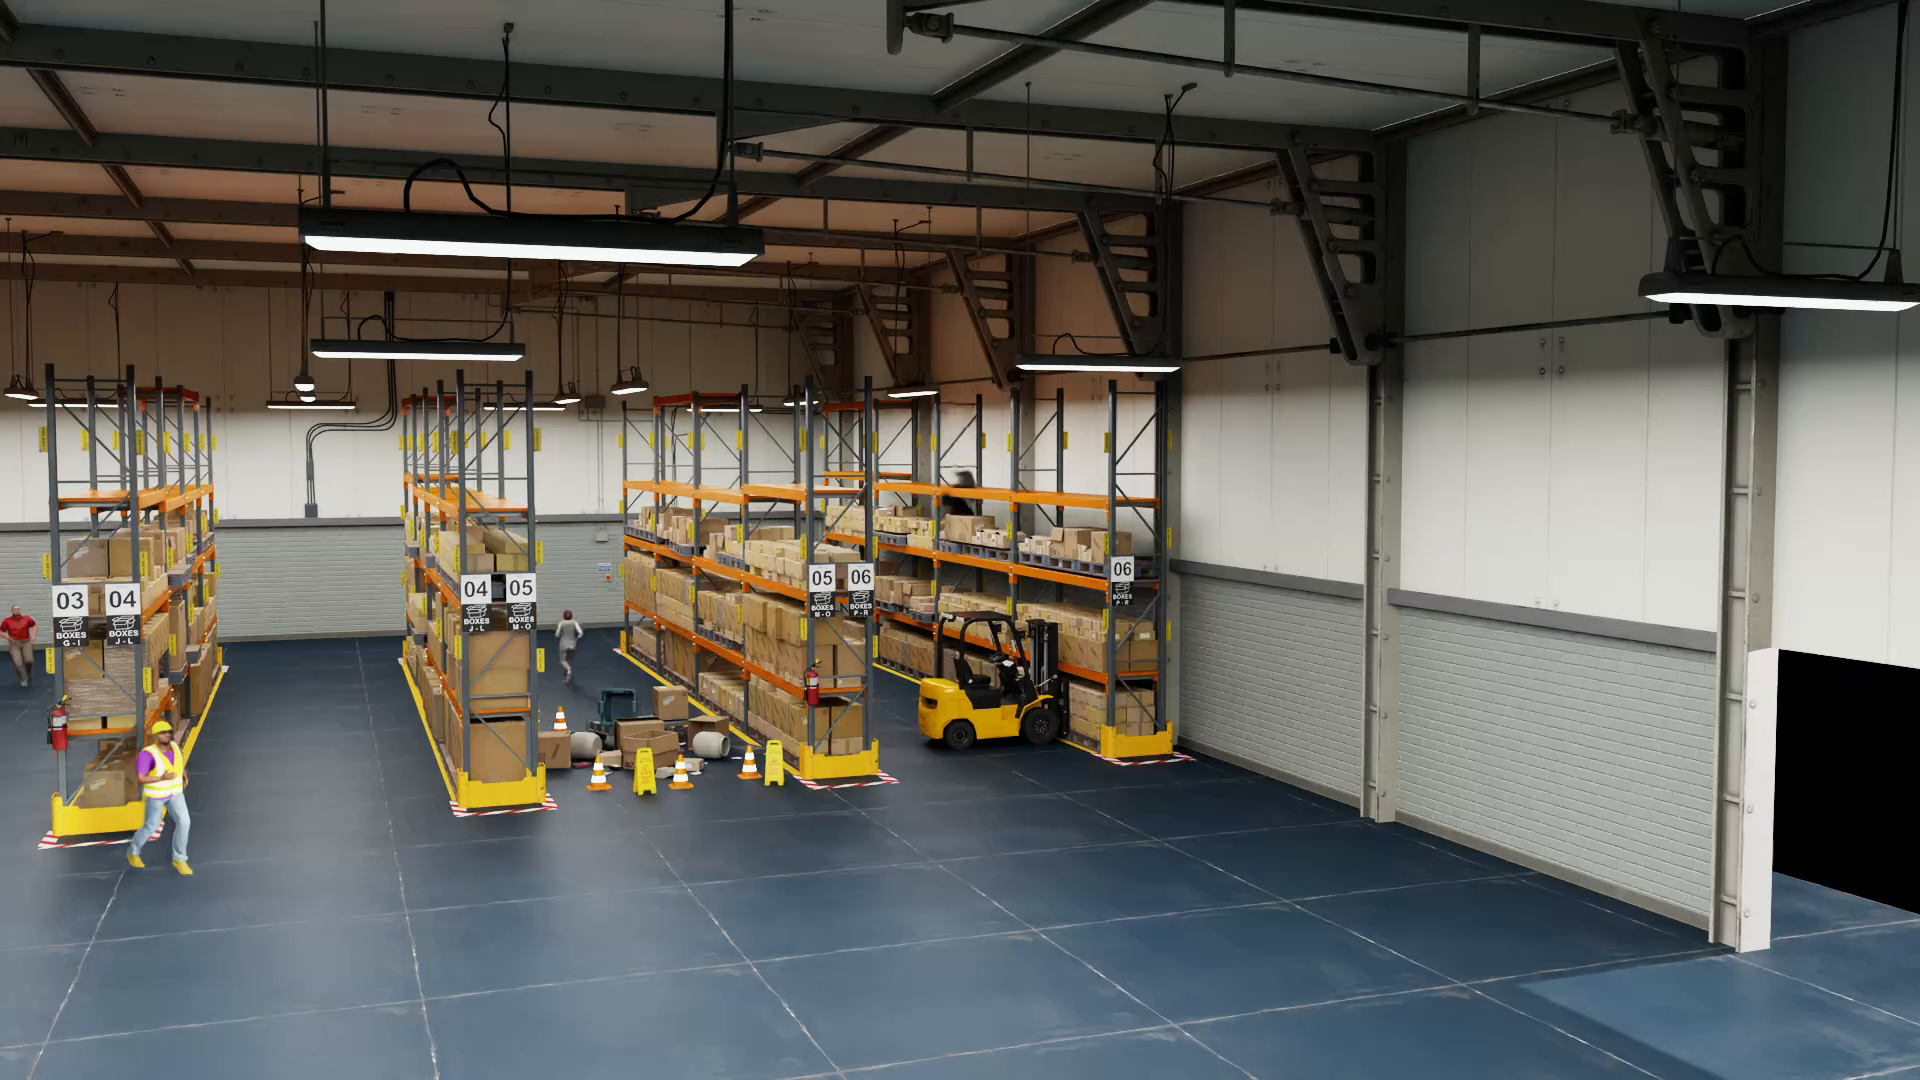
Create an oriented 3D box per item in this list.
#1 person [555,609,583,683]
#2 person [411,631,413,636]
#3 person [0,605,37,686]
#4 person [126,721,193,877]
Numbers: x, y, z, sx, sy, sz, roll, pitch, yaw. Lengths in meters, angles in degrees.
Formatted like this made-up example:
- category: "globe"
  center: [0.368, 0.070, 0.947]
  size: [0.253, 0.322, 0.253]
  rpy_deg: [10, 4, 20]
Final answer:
- category: "person"
  center: [-8.089, 2.210, 34.362]
  size: [0.547, 1.563, 0.748]
  rpy_deg: [-2, 4, -28]
- category: "person"
  center: [-12.671, 1.915, 39.142]
  size: [0.792, 1.603, 0.679]
  rpy_deg: [-2, 4, -25]
- category: "person"
  center: [-19.331, 2.169, 34.166]
  size: [0.695, 1.684, 0.539]
  rpy_deg: [-2, 4, -34]
- category: "person"
  center: [-9.288, 2.990, 19.336]
  size: [0.909, 1.811, 0.710]
  rpy_deg: [2, 4, 31]
